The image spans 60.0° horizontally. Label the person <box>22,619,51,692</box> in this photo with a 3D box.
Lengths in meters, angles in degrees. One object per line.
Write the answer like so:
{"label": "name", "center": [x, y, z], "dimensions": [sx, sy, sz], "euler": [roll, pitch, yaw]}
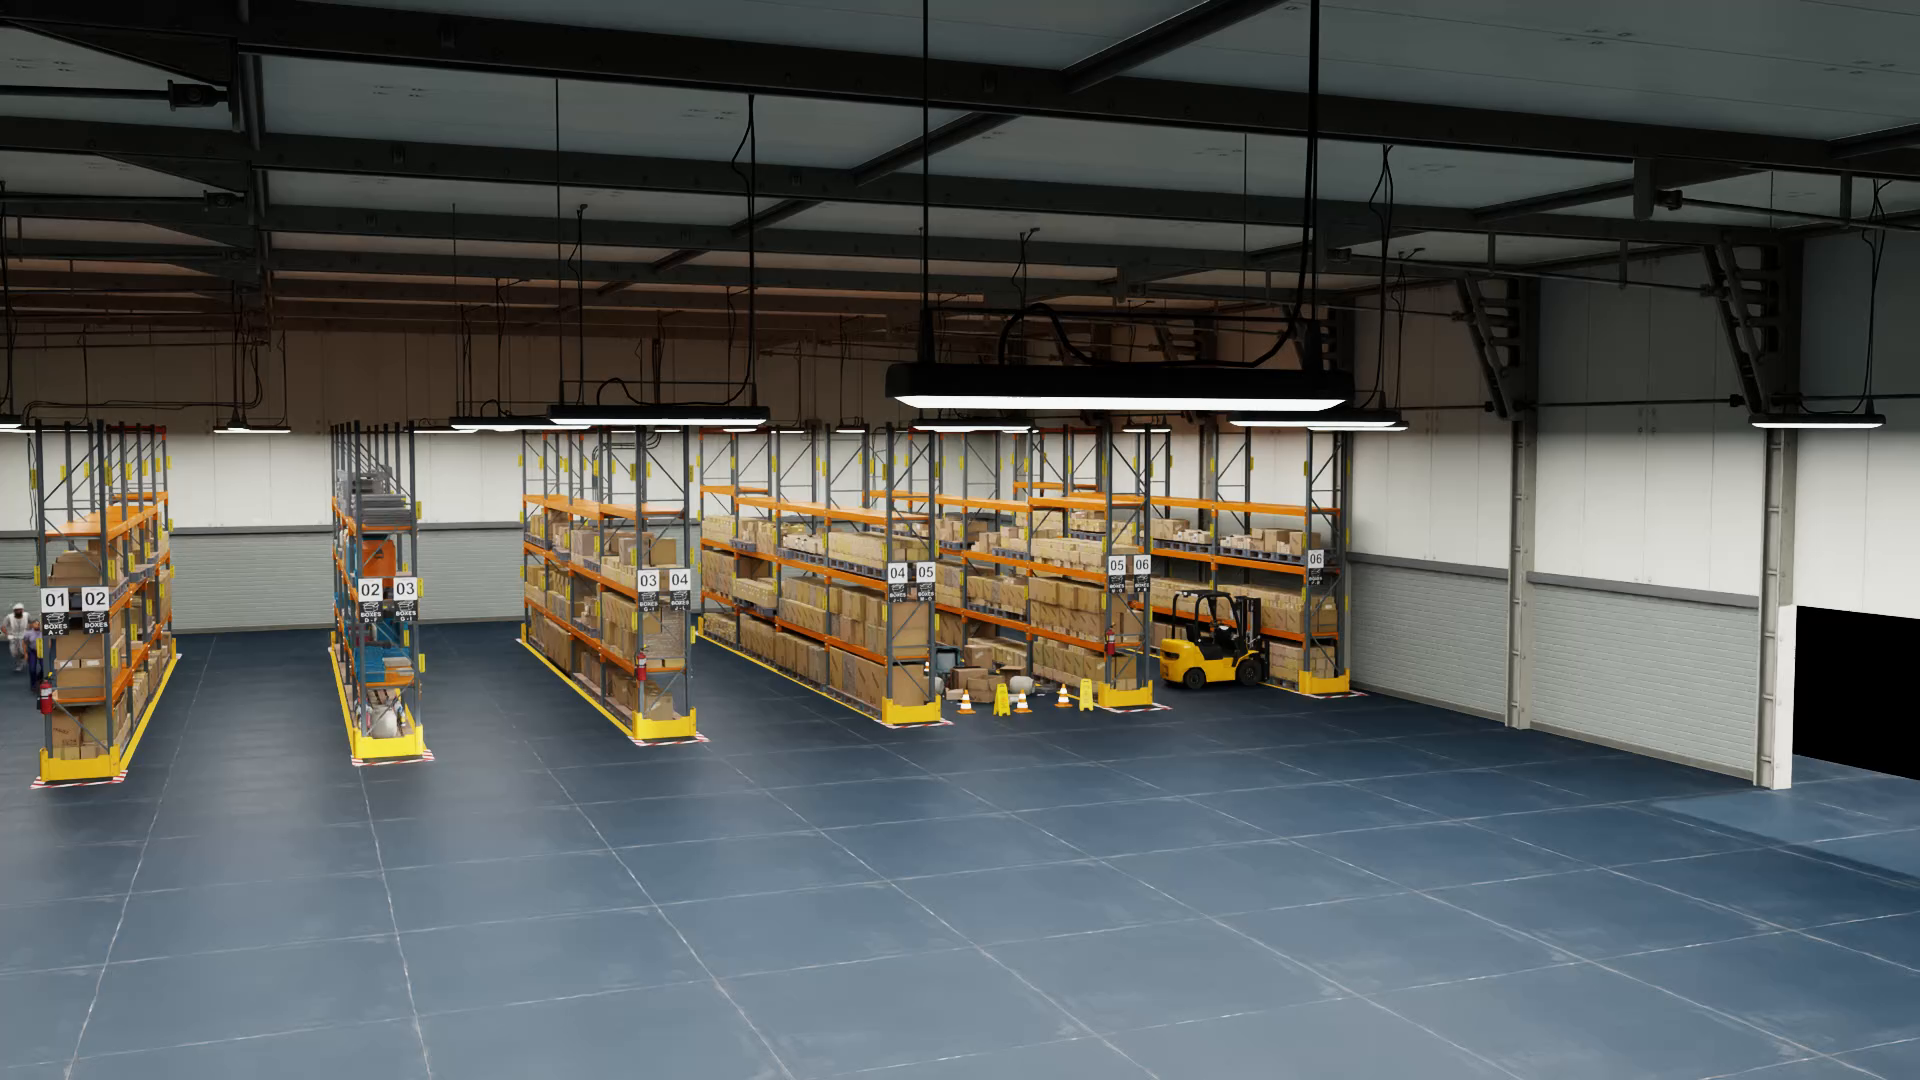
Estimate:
{"label": "person", "center": [-20.822, 2.586, 37.494], "dimensions": [0.573, 1.617, 0.522], "euler": [-3, 4, -35]}

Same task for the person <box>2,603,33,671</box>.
{"label": "person", "center": [-22.885, 2.363, 40.382], "dimensions": [0.647, 1.681, 0.656], "euler": [-2, 4, -26]}
